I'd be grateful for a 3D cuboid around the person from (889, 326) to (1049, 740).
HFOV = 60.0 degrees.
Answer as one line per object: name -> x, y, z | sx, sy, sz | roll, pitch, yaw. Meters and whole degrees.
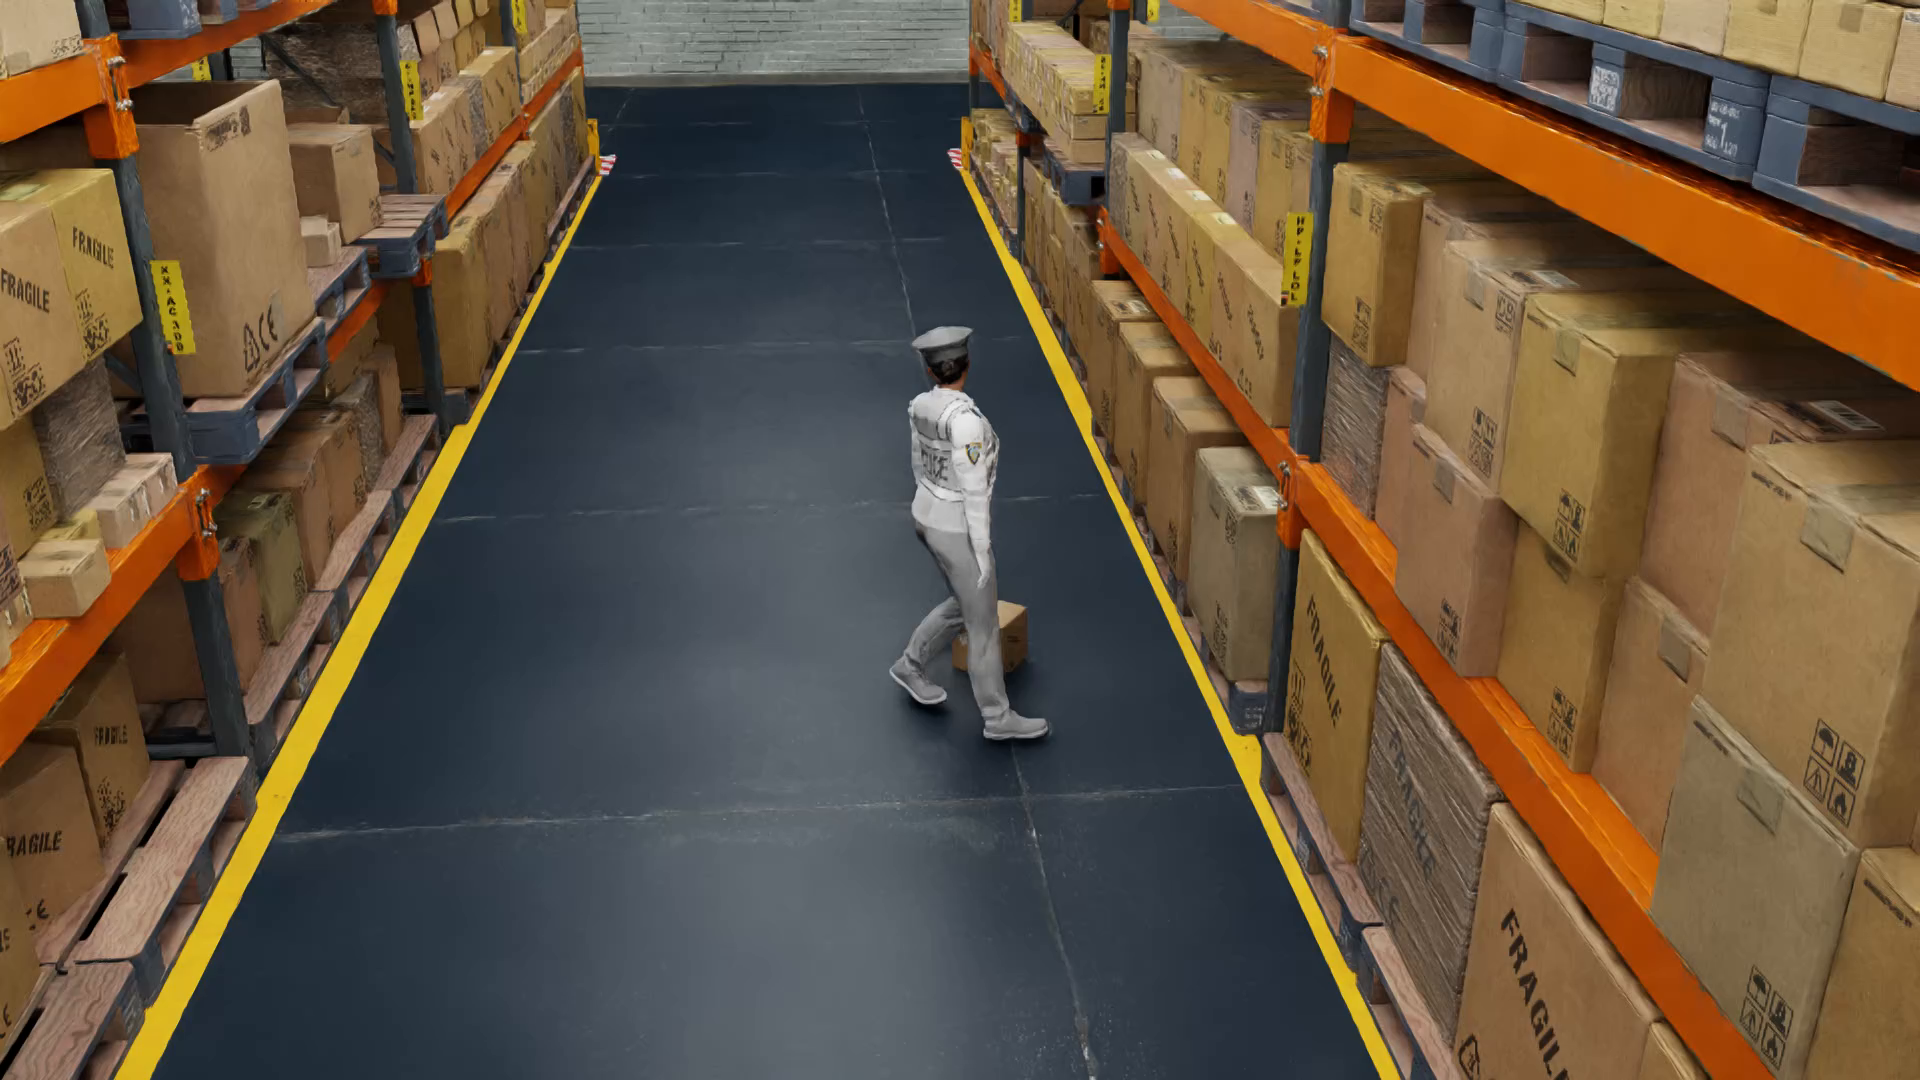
person -> 0.029, -0.017, 6.673 | 0.544, 1.634, 0.624 | -8, 25, -17
